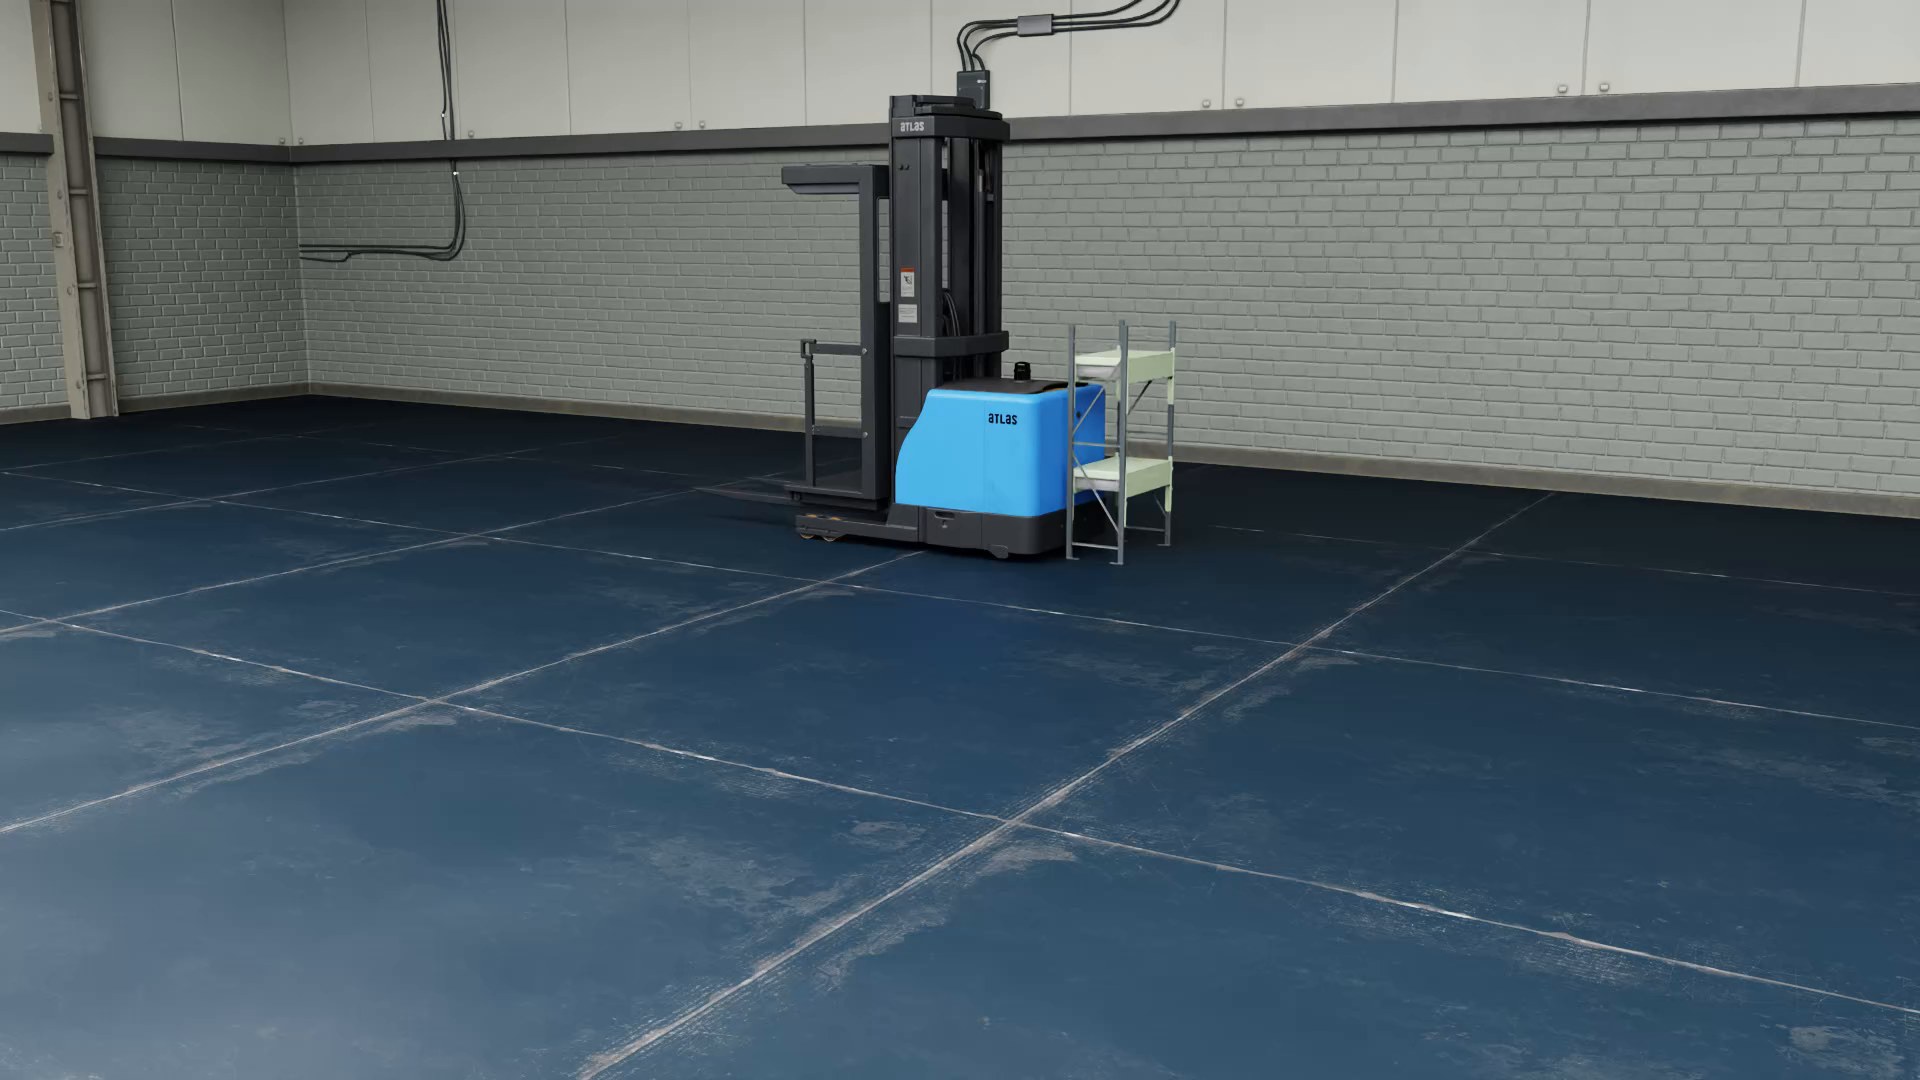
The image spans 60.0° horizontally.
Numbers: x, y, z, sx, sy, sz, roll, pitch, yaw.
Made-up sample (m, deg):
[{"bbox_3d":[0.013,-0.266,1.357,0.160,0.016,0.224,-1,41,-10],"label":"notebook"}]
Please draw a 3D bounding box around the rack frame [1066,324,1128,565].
[{"bbox_3d":[0.861,-0.597,10.484,0.400,1.500,0.023,6,12,30],"label":"rack frame"}]

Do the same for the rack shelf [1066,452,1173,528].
[{"bbox_3d":[1.048,-0.335,10.853,0.431,0.370,0.720,6,12,30],"label":"rack shelf"}]

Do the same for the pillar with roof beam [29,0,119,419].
[{"bbox_3d":[-6.114,-5.407,15.798,9.100,9.000,0.400,6,12,31],"label":"pillar with roof beam"}]

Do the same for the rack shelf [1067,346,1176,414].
[{"bbox_3d":[1.048,-1.039,10.721,0.431,0.370,0.720,6,12,30],"label":"rack shelf"}]

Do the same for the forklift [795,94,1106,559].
[{"bbox_3d":[-0.526,-1.504,11.437,3.031,2.935,1.130,7,13,32],"label":"forklift"}]

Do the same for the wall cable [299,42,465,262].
[{"bbox_3d":[-7.134,-4.630,20.081,3.097,2.526,0.112,6,12,31],"label":"wall cable"}]

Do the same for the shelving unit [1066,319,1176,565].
[{"bbox_3d":[1.048,-0.655,10.793,0.431,1.500,0.755,6,12,30],"label":"shelving unit"}]

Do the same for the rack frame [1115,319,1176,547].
[{"bbox_3d":[1.235,-0.713,11.102,0.400,1.500,0.023,6,12,30],"label":"rack frame"}]
